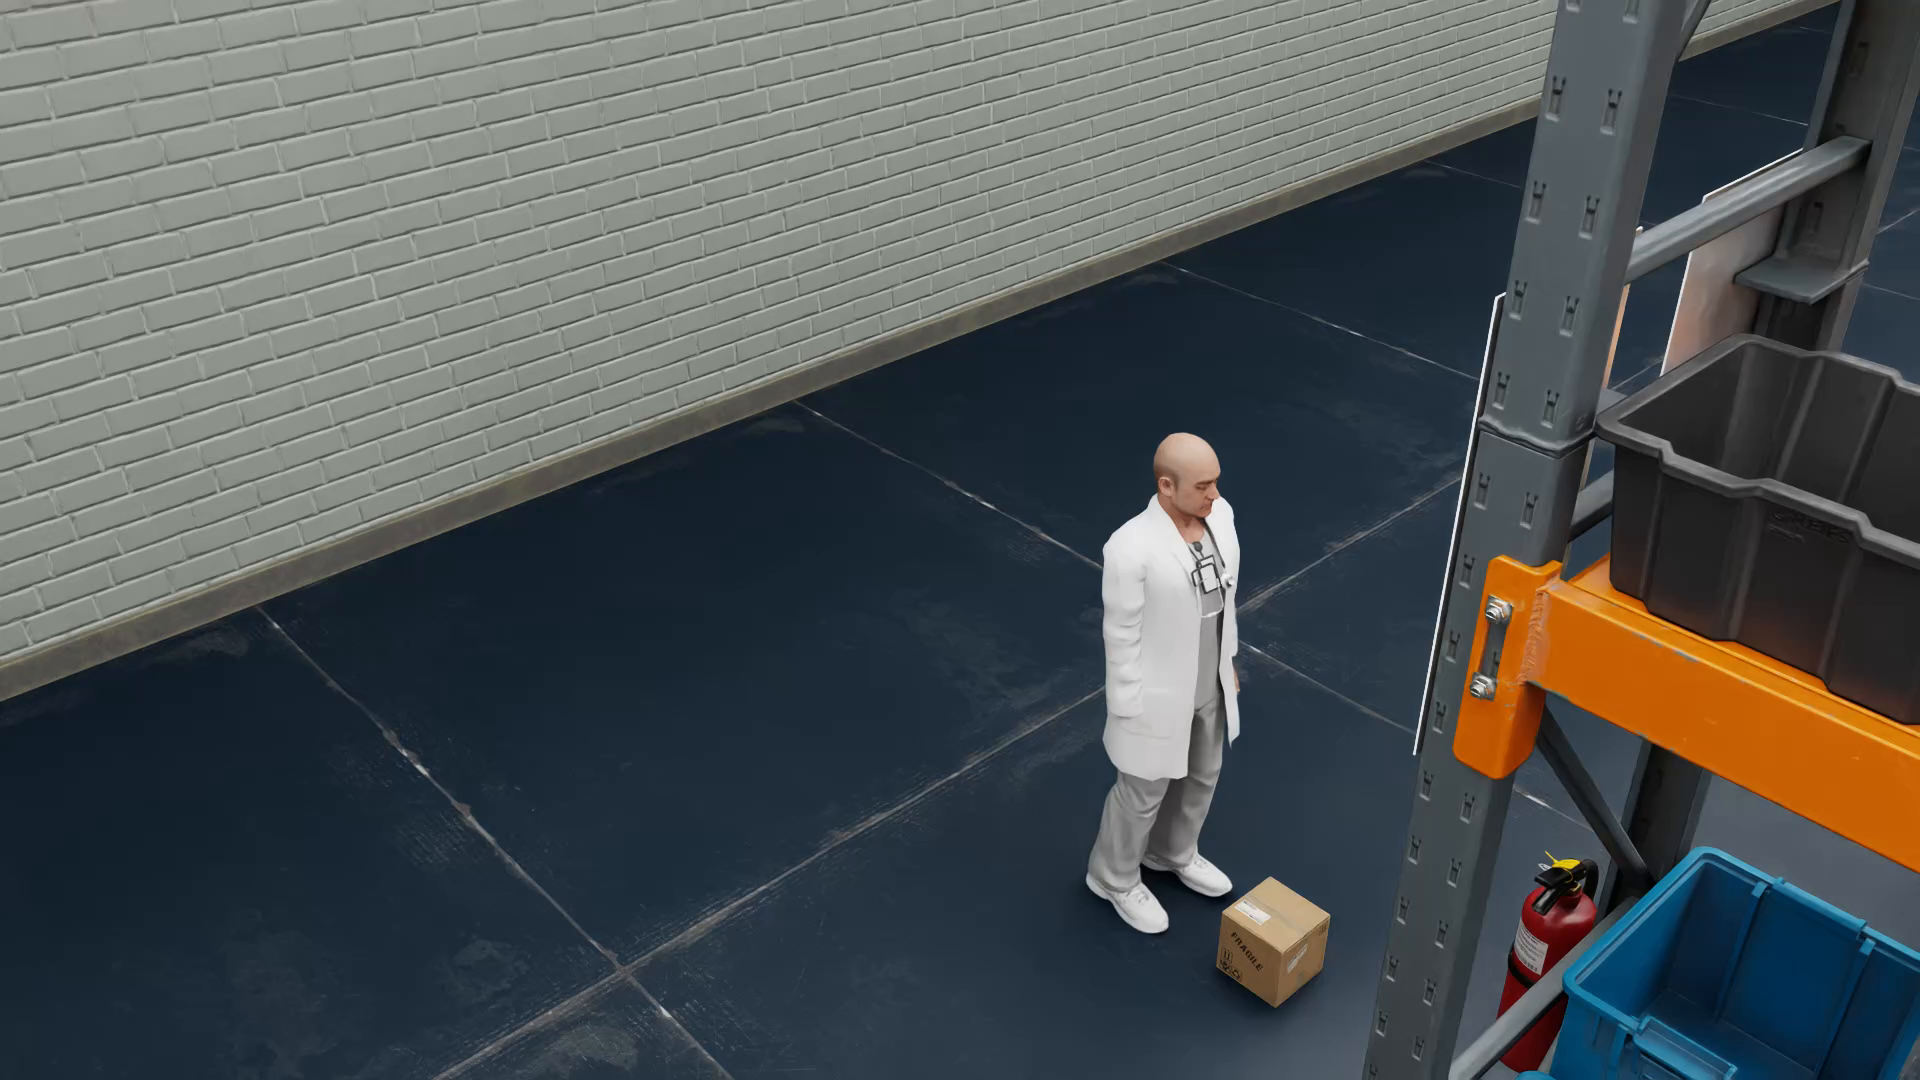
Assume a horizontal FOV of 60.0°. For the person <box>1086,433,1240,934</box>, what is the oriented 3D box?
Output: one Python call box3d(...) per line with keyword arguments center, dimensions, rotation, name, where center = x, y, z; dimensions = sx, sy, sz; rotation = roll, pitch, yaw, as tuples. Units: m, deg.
box3d(center=(0.701, 0.467, 5.387), dimensions=(0.562, 1.779, 0.407), rotation=(-25, 39, -34), name="person")
